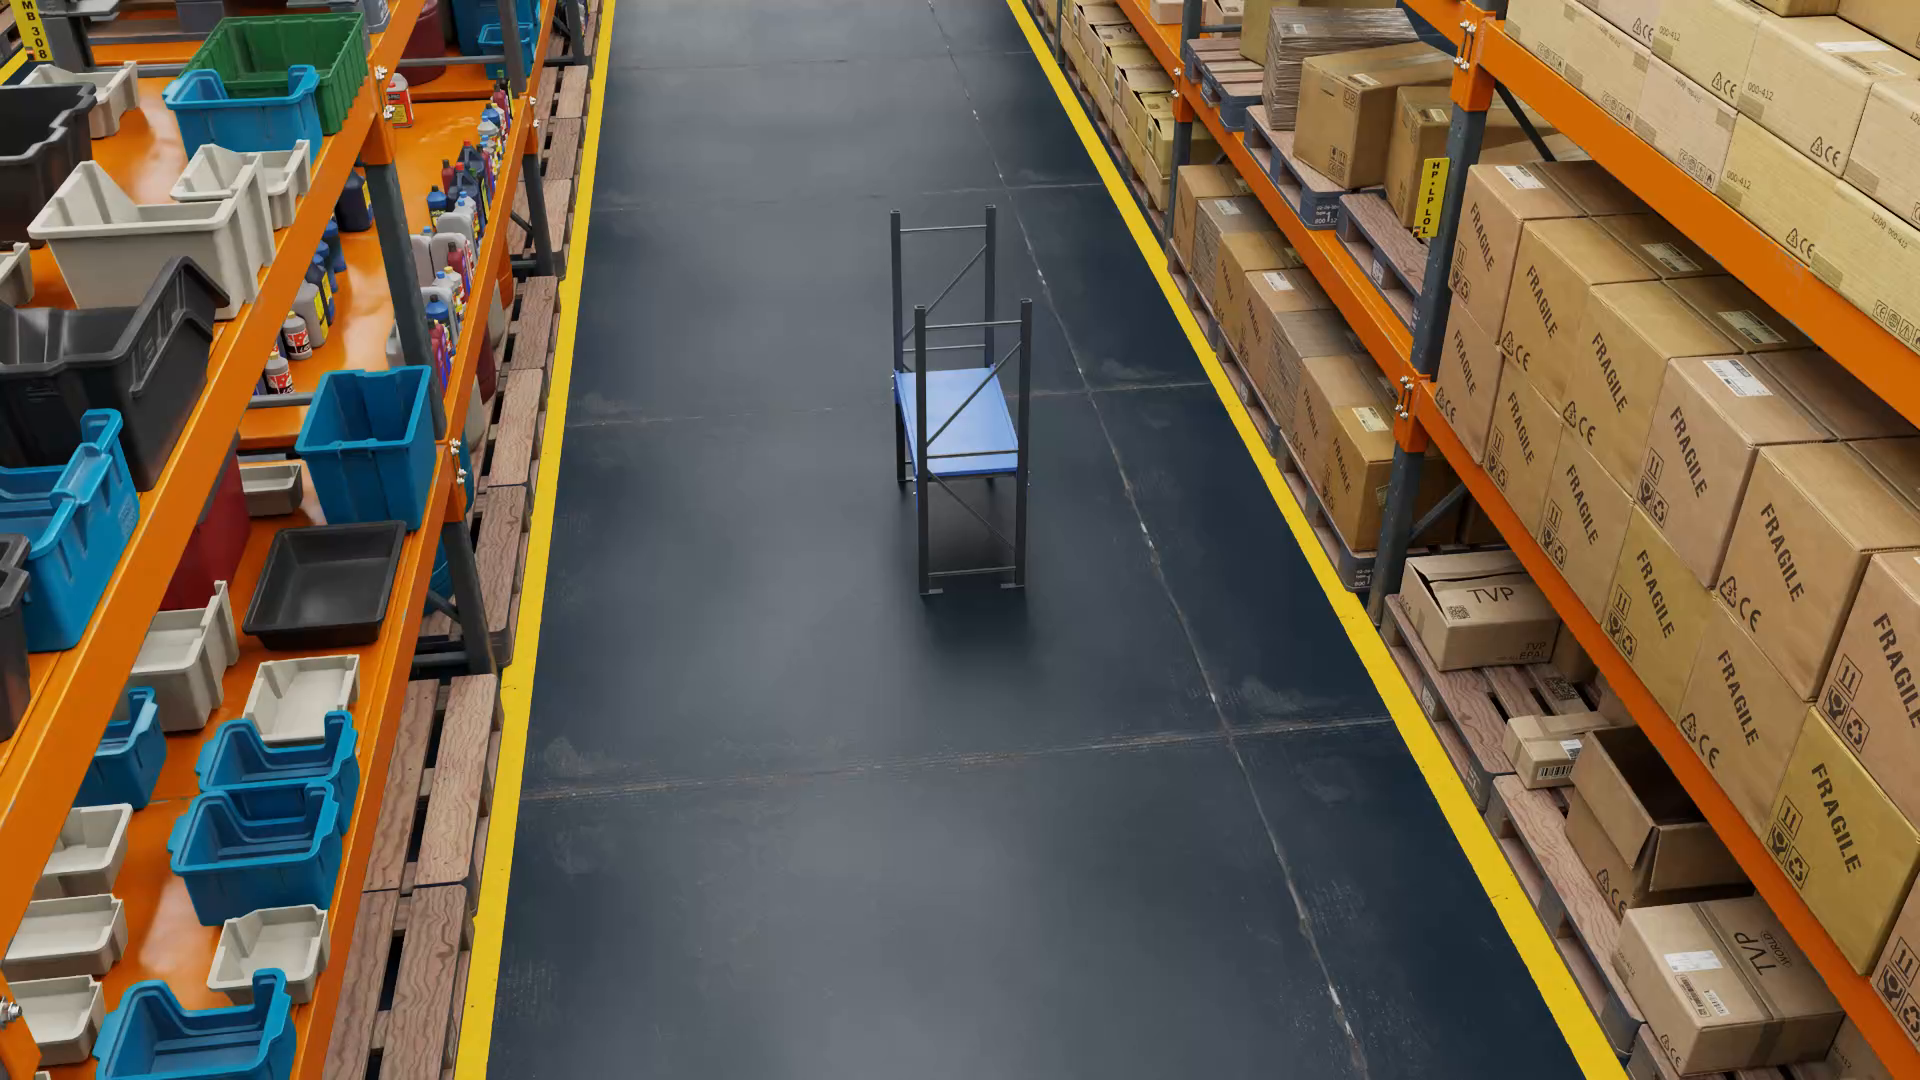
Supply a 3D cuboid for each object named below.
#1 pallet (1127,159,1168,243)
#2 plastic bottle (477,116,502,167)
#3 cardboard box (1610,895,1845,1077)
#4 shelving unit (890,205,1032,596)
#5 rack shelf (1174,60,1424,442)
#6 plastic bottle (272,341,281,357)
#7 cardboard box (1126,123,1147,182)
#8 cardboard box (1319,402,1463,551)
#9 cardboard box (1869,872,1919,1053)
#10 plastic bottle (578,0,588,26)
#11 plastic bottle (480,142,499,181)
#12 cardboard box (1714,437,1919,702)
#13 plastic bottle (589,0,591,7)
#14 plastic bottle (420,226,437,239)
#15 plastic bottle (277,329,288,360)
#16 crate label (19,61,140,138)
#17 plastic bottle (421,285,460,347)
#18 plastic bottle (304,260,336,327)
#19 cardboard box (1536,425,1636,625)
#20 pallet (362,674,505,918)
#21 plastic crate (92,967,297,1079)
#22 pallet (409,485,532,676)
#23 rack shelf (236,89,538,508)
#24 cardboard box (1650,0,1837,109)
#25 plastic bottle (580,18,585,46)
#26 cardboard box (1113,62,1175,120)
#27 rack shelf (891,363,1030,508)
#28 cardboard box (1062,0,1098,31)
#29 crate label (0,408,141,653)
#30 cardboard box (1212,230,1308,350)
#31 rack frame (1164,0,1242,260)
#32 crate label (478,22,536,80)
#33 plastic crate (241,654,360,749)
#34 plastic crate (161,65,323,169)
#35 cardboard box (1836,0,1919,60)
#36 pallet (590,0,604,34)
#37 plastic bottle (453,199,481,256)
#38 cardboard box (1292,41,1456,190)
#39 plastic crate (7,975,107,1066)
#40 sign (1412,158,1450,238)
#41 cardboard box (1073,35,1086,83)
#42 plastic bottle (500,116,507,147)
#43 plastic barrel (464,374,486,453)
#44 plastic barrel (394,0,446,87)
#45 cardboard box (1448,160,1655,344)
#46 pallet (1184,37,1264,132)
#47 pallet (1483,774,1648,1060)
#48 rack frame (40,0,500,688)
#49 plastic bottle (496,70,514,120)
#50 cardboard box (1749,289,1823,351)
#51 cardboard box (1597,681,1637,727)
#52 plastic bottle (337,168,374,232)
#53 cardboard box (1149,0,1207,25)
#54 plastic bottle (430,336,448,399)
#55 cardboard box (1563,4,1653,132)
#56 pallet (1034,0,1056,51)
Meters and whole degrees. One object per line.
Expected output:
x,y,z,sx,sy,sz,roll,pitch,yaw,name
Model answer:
1.787,-2.448,11.655,1.003,0.211,1.213,-4,35,-6,pallet
-2.492,-2.107,8.792,0.097,0.271,0.097,0,34,0,plastic bottle
2.520,1.463,5.490,0.500,0.250,0.500,-4,35,-6,cardboard box
-0.011,-0.667,7.897,0.538,1.500,1.048,-4,35,-6,shelving unit
2.128,-1.725,8.757,1.077,0.370,4.000,-4,35,-6,rack shelf
-2.885,-0.788,6.920,0.097,0.201,0.097,0,34,0,plastic bottle
1.474,-2.738,11.673,0.500,0.250,0.500,-5,35,-7,cardboard box
2.047,-0.309,7.869,0.500,0.500,0.500,-5,35,-7,cardboard box
2.605,1.055,3.949,0.500,0.500,0.500,-3,34,-5,cardboard box
-3.285,-4.567,14.249,0.144,0.351,0.185,-3,34,-5,plastic bottle
-2.465,-1.969,8.653,0.097,0.201,0.097,0,34,0,plastic bottle
2.460,0.073,4.503,0.500,0.500,0.500,-3,34,-5,cardboard box
-3.367,-4.909,14.751,0.144,0.351,0.185,-5,35,-7,plastic bottle
-2.473,-1.365,7.765,0.097,0.201,0.097,0,34,0,plastic bottle
-2.934,-0.881,6.990,0.152,0.276,0.135,-4,35,-6,plastic bottle
-2.732,-1.369,5.166,0.293,0.136,0.466,-4,35,-6,crate label
-2.246,-0.973,7.125,0.152,0.276,0.135,-4,35,-6,plastic bottle
-2.841,-1.115,7.266,0.144,0.351,0.185,-4,35,-6,plastic bottle
2.333,-0.078,5.612,0.500,0.500,0.500,-5,35,-7,cardboard box
-2.374,1.026,6.556,1.003,0.211,1.213,-4,35,-6,pallet
-1.769,1.213,3.902,0.416,0.233,0.300,-4,35,-6,plastic crate
-2.574,0.185,7.791,1.003,0.211,1.213,-4,35,-6,pallet
-2.781,-1.352,8.209,1.077,0.370,4.000,-4,35,-6,rack shelf
2.341,-1.441,4.727,0.500,0.250,0.500,-4,35,-6,cardboard box
-3.196,-4.263,13.874,0.097,0.271,0.097,0,34,0,plastic bottle
1.403,-3.253,11.930,0.500,0.311,0.500,-5,35,-7,cardboard box
-0.011,-0.519,7.999,0.538,0.185,1.000,-4,35,-6,rack shelf
1.130,-4.390,13.599,0.500,0.311,0.500,-4,35,-6,cardboard box
-1.778,-0.019,3.082,0.408,0.251,0.502,-4,35,-6,crate label
1.776,-1.440,9.528,0.500,0.500,0.500,-5,35,-7,cardboard box
1.859,-3.138,10.192,1.000,3.000,0.127,-4,35,-6,rack frame
-2.735,-2.960,10.078,0.303,0.233,0.416,-4,35,-6,crate label
-1.980,0.500,5.034,0.293,0.136,0.466,-4,35,-6,plastic crate
-2.073,-1.220,4.861,0.416,0.233,0.300,-4,35,-6,plastic crate
2.719,-1.496,4.141,0.700,0.500,0.500,-4,35,-6,cardboard box
-3.804,-4.905,15.261,1.003,0.211,1.213,-4,35,-6,pallet
-2.341,-1.480,7.873,0.097,0.271,0.097,0,34,0,plastic bottle
2.099,-2.102,8.210,0.700,0.500,0.500,-13,36,-18,cardboard box
-2.287,1.179,4.037,0.396,0.136,0.243,-4,35,-6,plastic crate
1.848,-1.341,6.526,0.100,0.325,0.005,-4,35,-6,sign
1.198,-3.879,13.347,0.500,0.250,0.500,-4,34,-5,cardboard box
-2.531,-2.241,9.051,0.097,0.201,0.097,0,34,0,plastic bottle
-2.650,-0.701,8.451,0.421,0.512,0.421,0,34,0,plastic barrel
-3.412,-3.058,9.952,0.600,0.536,0.708,-4,35,-6,plastic barrel
2.182,-1.077,6.189,0.500,0.500,0.500,-4,34,-5,cardboard box
2.020,-2.686,9.698,1.213,0.211,1.003,-4,35,-6,pallet
2.656,1.312,6.138,1.003,0.211,1.213,-4,35,-6,pallet
-2.512,-0.533,6.369,1.000,3.000,0.127,-4,35,-6,rack frame
-2.572,-2.524,9.393,0.061,0.283,0.133,-4,35,-6,plastic bottle
2.861,-0.531,5.389,0.500,0.500,0.500,-4,34,-6,cardboard box
2.856,0.738,6.500,0.500,0.311,0.500,-4,35,-6,cardboard box
-2.975,-1.702,8.128,0.144,0.351,0.185,-4,35,-6,plastic bottle
1.465,-3.516,10.968,0.380,0.149,0.250,-4,35,-6,cardboard box
-2.138,-0.722,6.749,0.061,0.283,0.133,-4,35,-6,plastic bottle
2.281,-1.514,5.278,0.500,0.250,0.500,-4,35,-6,cardboard box
1.256,-4.665,14.908,1.003,0.211,1.213,-4,35,-6,pallet
